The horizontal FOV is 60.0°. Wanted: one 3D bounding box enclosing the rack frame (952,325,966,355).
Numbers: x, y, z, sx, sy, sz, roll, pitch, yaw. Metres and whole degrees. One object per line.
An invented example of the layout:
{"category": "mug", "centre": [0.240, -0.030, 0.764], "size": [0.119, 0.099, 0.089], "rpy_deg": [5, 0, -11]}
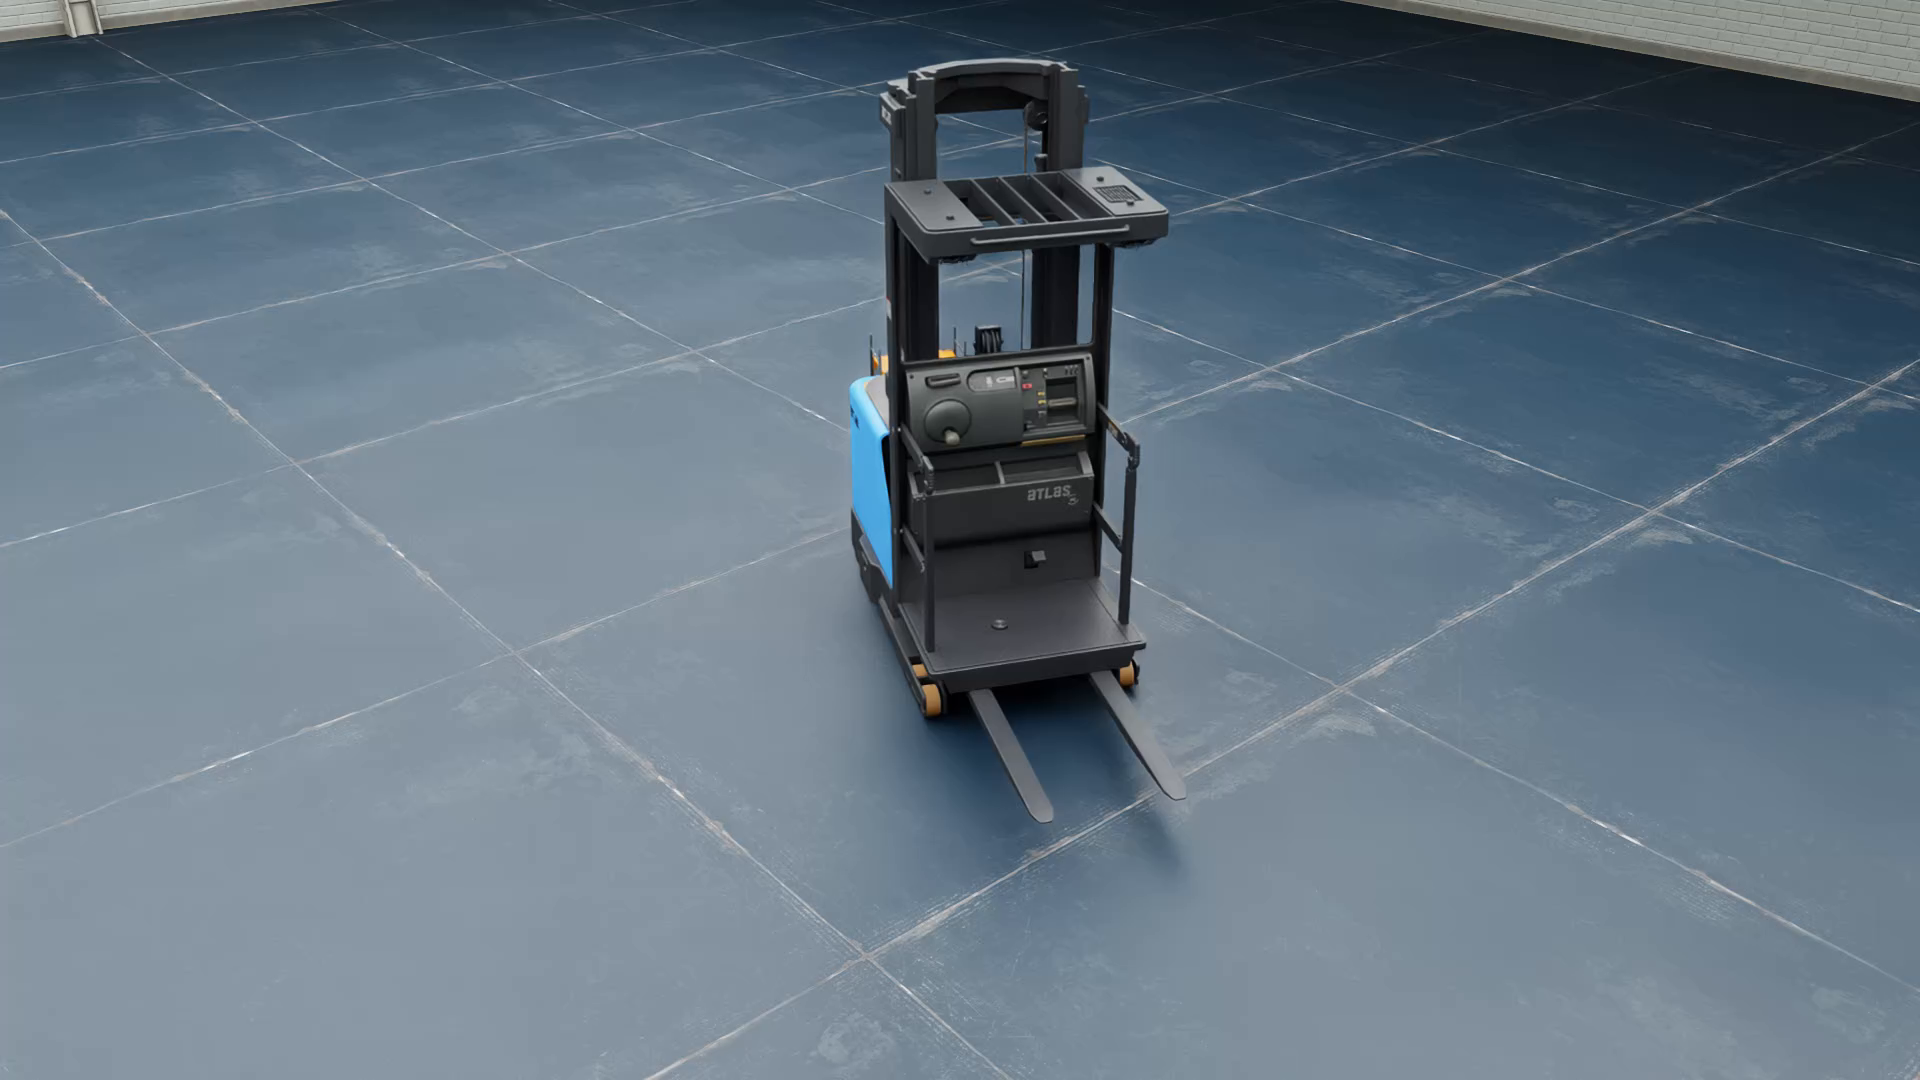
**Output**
{"category": "rack frame", "centre": [-0.004, -0.643, 9.679], "size": [0.015, 1.200, 0.240], "rpy_deg": [-8, 29, -14]}

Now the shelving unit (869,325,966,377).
{"category": "shelving unit", "centre": [-0.239, -0.611, 9.620], "size": [0.503, 1.200, 0.258], "rpy_deg": [-8, 29, -14]}

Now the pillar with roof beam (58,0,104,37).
{"category": "pillar with roof beam", "centre": [-9.131, -9.324, 17.649], "size": [0.400, 9.000, 9.100], "rpy_deg": [-22, 35, -35]}

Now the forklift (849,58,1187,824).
{"category": "forklift", "centre": [0.260, -0.628, 7.816], "size": [1.130, 2.935, 3.031], "rpy_deg": [-7, 29, -14]}

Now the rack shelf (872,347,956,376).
{"category": "rack shelf", "centre": [-0.239, -0.958, 9.435], "size": [0.480, 0.148, 0.258], "rpy_deg": [-8, 29, -14]}

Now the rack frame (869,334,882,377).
{"category": "rack frame", "centre": [-0.474, -0.580, 9.562], "size": [0.015, 1.200, 0.240], "rpy_deg": [-8, 29, -14]}
